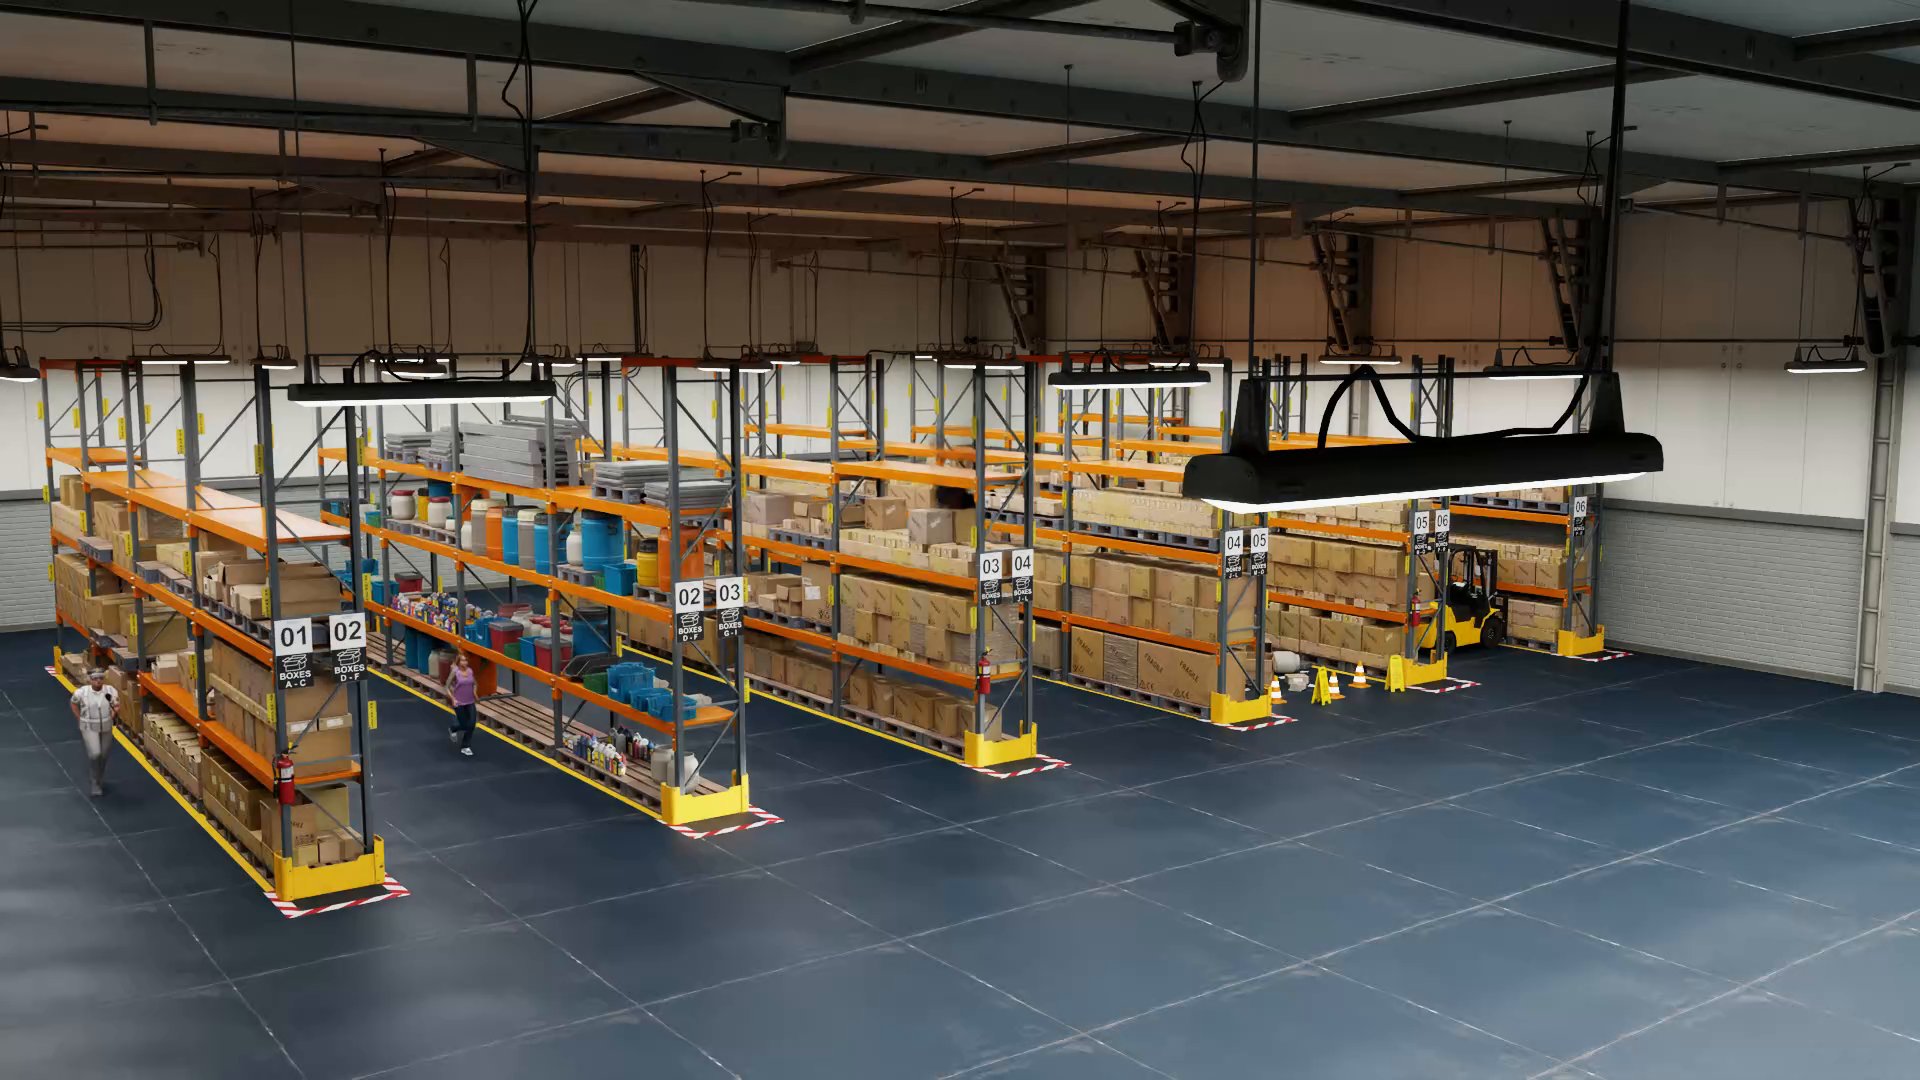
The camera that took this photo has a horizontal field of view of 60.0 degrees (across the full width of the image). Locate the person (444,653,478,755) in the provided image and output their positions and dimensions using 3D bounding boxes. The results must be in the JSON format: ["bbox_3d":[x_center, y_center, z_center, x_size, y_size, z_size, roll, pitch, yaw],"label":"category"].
[{"bbox_3d":[-7.643,2.516,25.541,0.537,1.539,0.549,-6,9,-43],"label":"person"}]

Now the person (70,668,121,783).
[{"bbox_3d":[-12.102,2.578,23.368,0.832,1.627,0.570,7,10,44],"label":"person"}]

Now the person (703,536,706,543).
[{"bbox_3d":[-6.318,0.625,40.679,0.720,1.693,0.660,5,8,36],"label":"person"}]
